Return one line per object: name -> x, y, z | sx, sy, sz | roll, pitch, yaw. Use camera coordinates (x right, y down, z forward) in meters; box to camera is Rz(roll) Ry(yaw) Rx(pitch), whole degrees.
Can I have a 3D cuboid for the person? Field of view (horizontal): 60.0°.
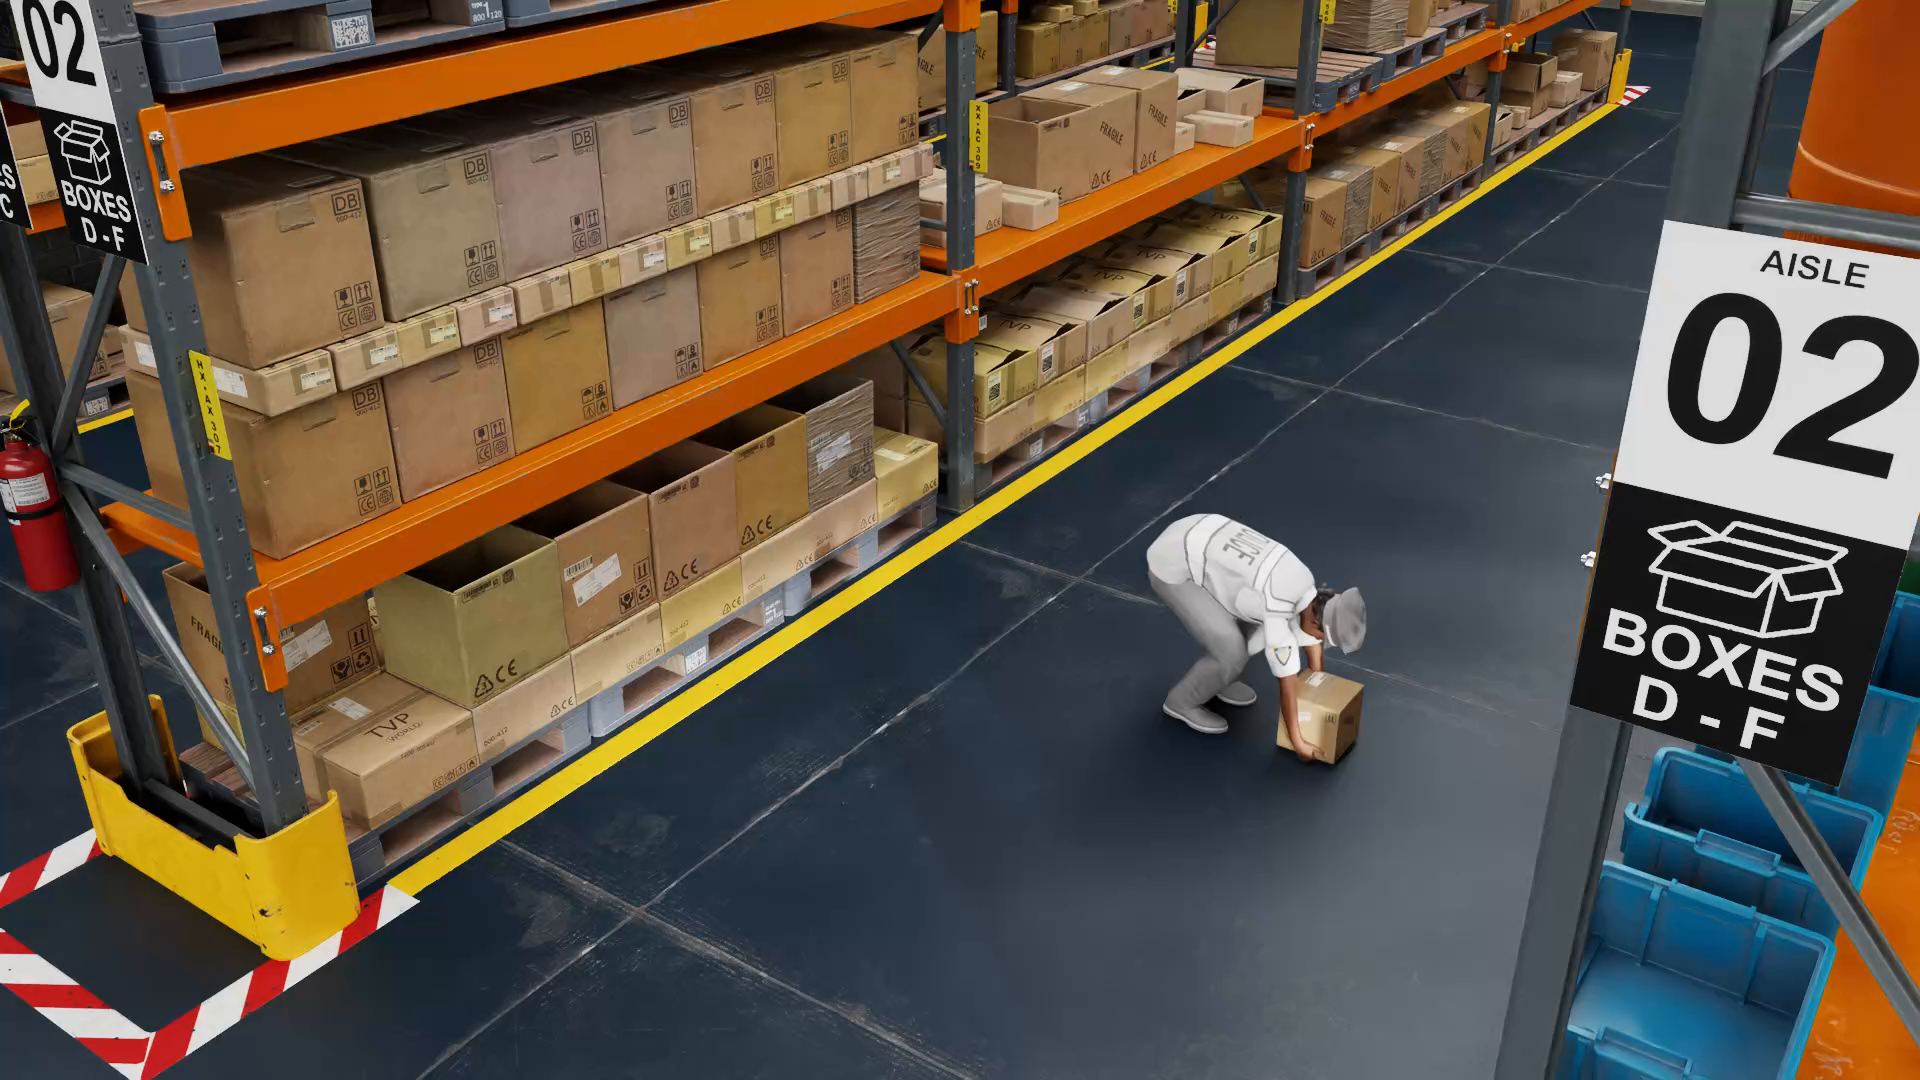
person -> 1.193, 0.368, 6.774 | 0.904, 0.867, 0.470 | 16, 31, 28
